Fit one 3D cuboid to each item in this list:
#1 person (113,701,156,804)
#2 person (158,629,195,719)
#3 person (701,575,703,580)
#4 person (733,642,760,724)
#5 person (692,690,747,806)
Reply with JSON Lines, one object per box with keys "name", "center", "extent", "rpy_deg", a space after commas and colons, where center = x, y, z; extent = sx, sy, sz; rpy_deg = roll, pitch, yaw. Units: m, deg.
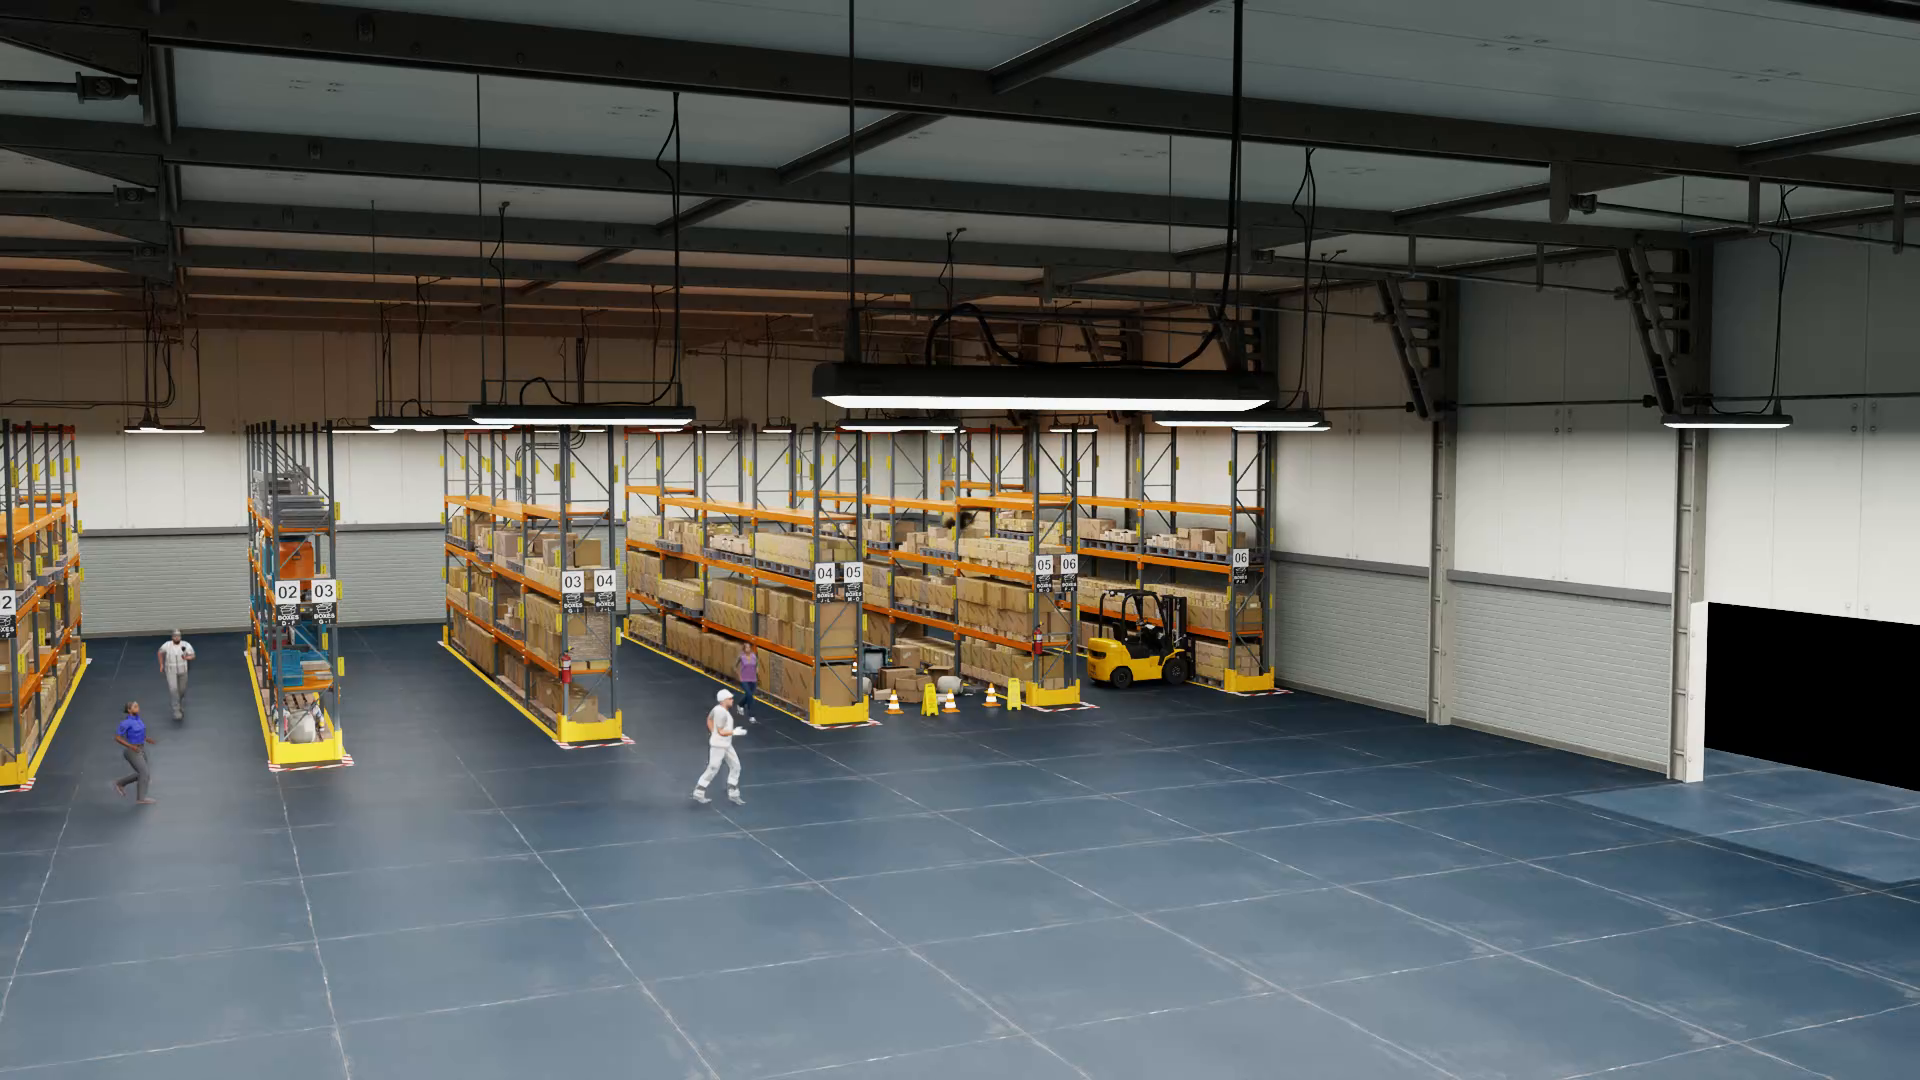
{"name": "person", "center": [-12.873, 3.298, 25.869], "extent": [0.681, 1.608, 0.580], "rpy_deg": [0, 4, 1]}
{"name": "person", "center": [-15.993, 2.688, 33.983], "extent": [0.652, 1.791, 0.969], "rpy_deg": [-2, 4, -32]}
{"name": "person", "center": [-7.517, 1.854, 48.339], "extent": [0.746, 1.717, 0.546], "rpy_deg": [-2, 4, -32]}
{"name": "person", "center": [-4.266, 2.843, 33.384], "extent": [0.528, 1.604, 0.802], "rpy_deg": [-2, 4, -33]}
{"name": "person", "center": [-3.701, 3.221, 25.665], "extent": [0.865, 1.832, 0.592], "rpy_deg": [0, 4, 5]}
